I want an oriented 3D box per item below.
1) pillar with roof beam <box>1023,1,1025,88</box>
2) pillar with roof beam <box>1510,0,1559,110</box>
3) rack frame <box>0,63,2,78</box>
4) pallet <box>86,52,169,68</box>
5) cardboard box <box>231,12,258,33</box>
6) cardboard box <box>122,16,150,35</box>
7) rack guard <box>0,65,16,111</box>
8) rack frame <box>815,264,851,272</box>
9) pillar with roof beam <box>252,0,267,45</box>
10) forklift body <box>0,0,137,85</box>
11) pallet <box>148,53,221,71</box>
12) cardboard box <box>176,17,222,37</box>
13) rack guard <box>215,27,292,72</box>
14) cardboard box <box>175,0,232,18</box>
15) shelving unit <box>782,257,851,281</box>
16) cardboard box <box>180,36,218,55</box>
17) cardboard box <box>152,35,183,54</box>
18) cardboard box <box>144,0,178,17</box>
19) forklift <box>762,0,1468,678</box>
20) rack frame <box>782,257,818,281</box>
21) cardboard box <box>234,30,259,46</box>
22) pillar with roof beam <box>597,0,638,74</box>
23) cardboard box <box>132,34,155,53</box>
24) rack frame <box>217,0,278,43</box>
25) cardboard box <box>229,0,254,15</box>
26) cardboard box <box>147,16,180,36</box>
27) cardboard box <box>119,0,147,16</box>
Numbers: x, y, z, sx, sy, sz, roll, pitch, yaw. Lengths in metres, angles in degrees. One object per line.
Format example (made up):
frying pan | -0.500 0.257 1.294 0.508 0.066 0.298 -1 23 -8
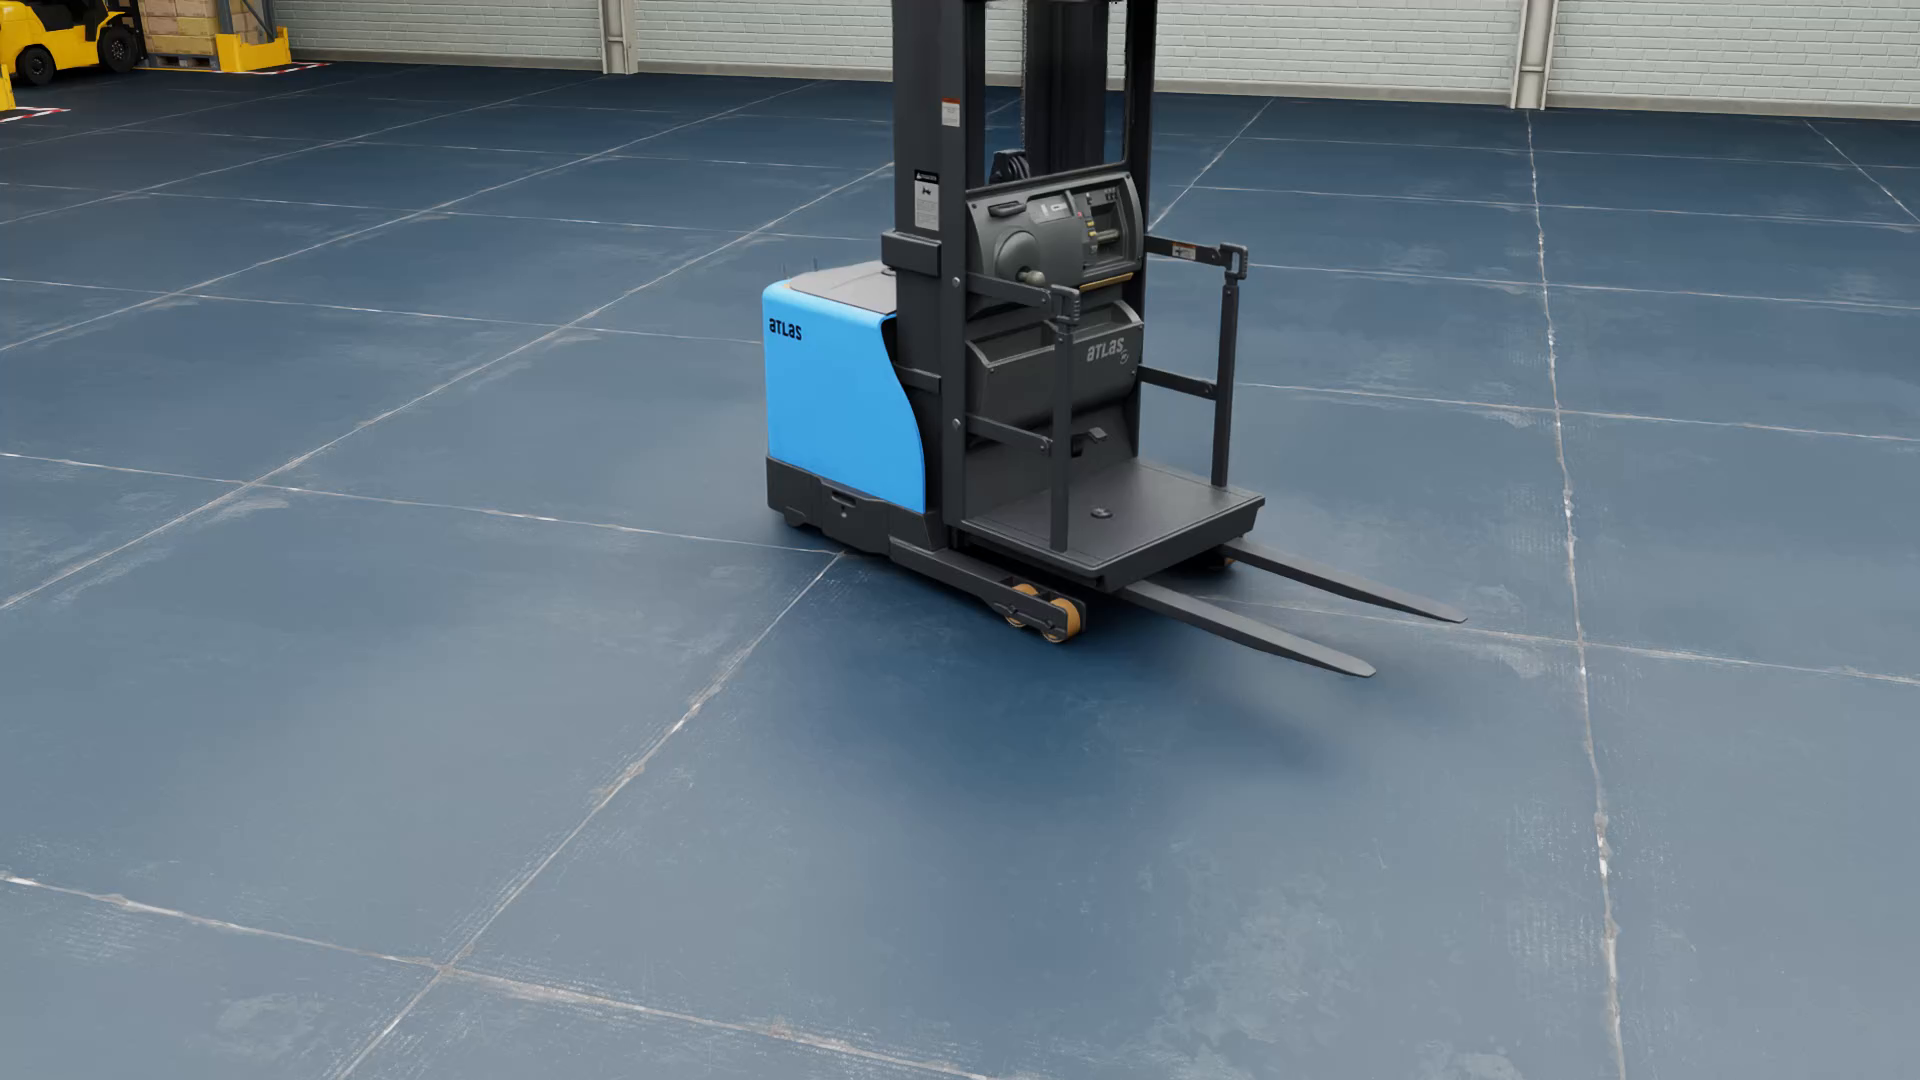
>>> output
pillar with roof beam | -0.205 -8.432 15.968 0.400 9.000 9.100 7 23 16
pillar with roof beam | 5.539 -7.774 14.365 0.400 9.000 9.100 7 23 16
rack frame | -11.474 -6.328 18.745 0.127 3.000 1.000 7 23 16
pallet | -11.953 -7.045 24.167 1.213 0.211 1.003 7 23 15
cardboard box | -10.434 -7.413 23.799 0.500 0.250 0.500 7 23 16
cardboard box | -11.578 -7.333 23.606 0.500 0.250 0.500 6 23 14
rack guard | -11.547 -5.180 19.240 0.348 0.500 1.175 7 23 16
rack frame | -0.562 -0.733 7.658 0.200 1.050 0.008 -20 28 -39
pillar with roof beam | -11.694 -9.747 19.175 0.400 9.000 9.100 7 23 16
forklift body | -12.387 -7.284 22.194 1.214 2.155 2.313 7 23 16
pallet | -10.788 -6.911 23.839 1.213 0.211 1.003 7 23 16
cardboard box | -10.600 -7.225 23.343 0.500 0.250 0.500 6 23 15
rack guard | -10.021 -6.973 23.611 0.348 0.500 1.175 7 23 16
cardboard box | -10.575 -7.454 23.242 0.500 0.250 0.500 7 23 17
shelving unit | -0.645 -0.764 7.742 0.215 1.050 0.252 -20 28 -39
cardboard box | -10.585 -6.991 23.430 0.500 0.250 0.500 7 23 16
cardboard box | -11.059 -7.049 23.572 0.500 0.250 0.500 7 23 15
cardboard box | -11.066 -7.508 23.373 0.500 0.250 0.500 7 23 16
forklift | 0.532 -1.188 6.303 1.130 2.935 3.031 -21 30 -41
rack frame | -0.728 -0.796 7.826 0.200 1.050 0.008 -20 28 -39
cardboard box | -10.458 -7.179 23.889 0.500 0.250 0.500 7 23 16
pillar with roof beam | -5.950 -9.090 17.572 0.400 9.000 9.100 7 23 16
cardboard box | -11.535 -7.107 23.713 0.500 0.250 0.500 7 23 16
rack frame | -10.044 -8.132 23.143 0.127 3.000 1.000 7 23 16
cardboard box | -10.450 -7.638 23.691 0.500 0.250 0.500 6 23 15
cardboard box | -11.077 -7.284 23.487 0.500 0.250 0.500 6 23 15
cardboard box | -11.552 -7.560 23.499 0.500 0.250 0.500 7 23 16
